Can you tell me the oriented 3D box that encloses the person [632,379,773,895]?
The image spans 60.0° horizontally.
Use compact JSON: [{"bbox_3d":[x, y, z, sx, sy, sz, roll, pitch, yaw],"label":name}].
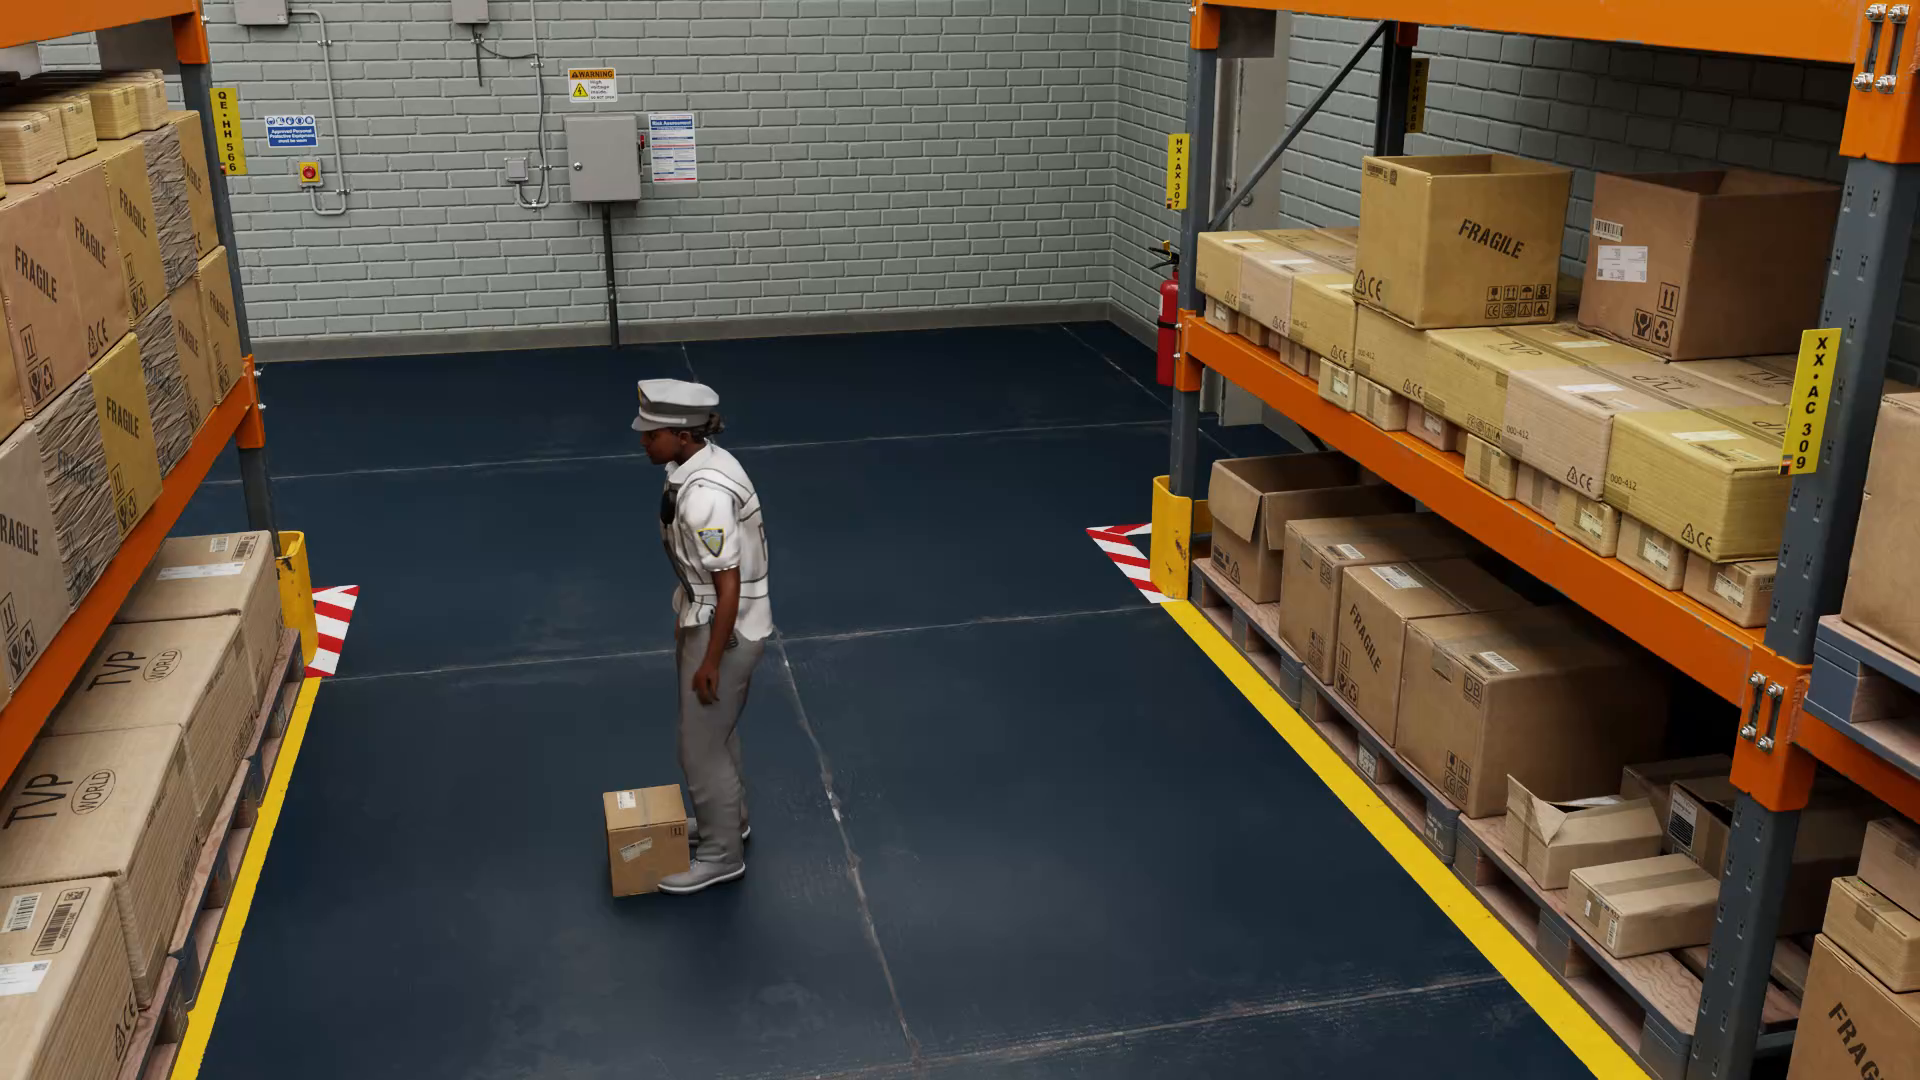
[{"bbox_3d":[-0.809,0.296,5.241,0.420,1.664,0.531,-6,20,-15],"label":"person"}]
